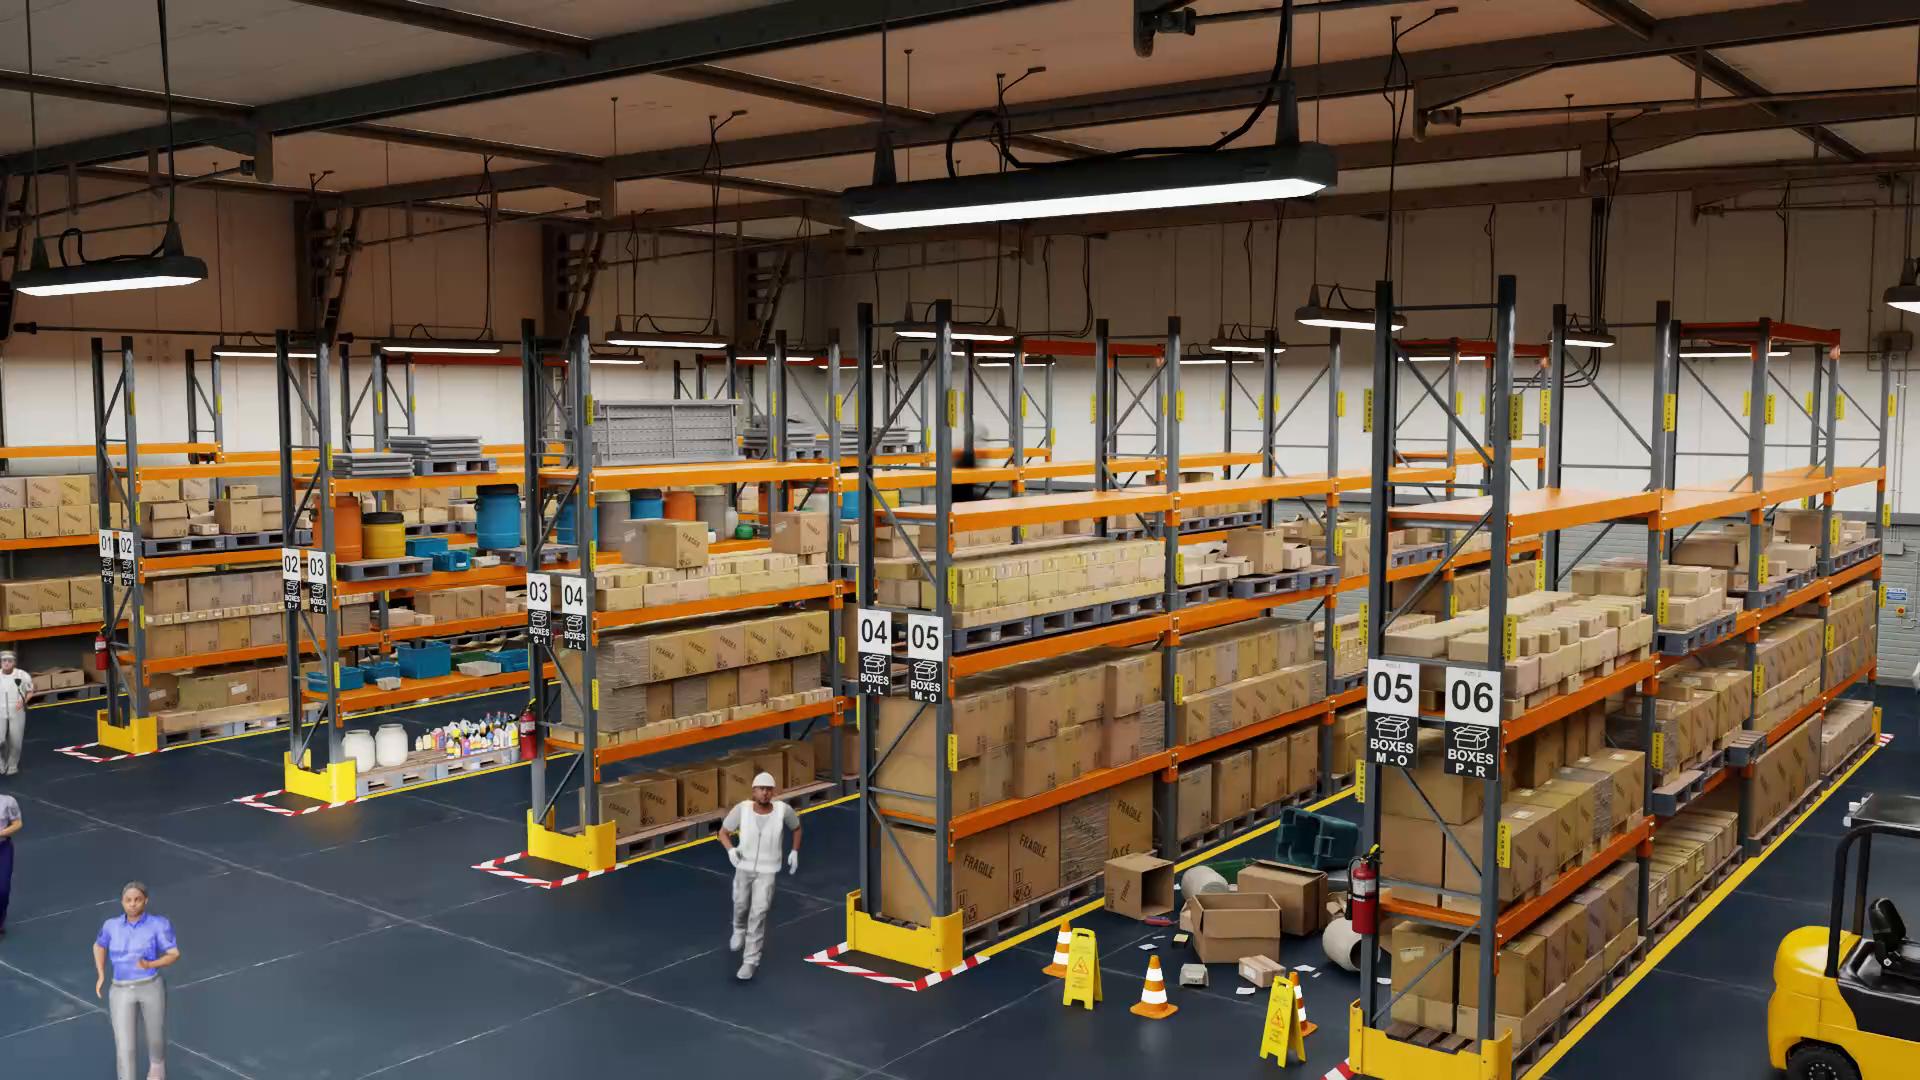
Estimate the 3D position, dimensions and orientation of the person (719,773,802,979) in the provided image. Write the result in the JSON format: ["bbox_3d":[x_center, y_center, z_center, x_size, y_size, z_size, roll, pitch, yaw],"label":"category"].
[{"bbox_3d":[-1.790,2.966,15.015,0.756,1.752,0.997,-1,5,-9],"label":"person"}]

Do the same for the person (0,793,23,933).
[{"bbox_3d":[-9.150,2.988,15.670,0.578,1.641,0.660,-3,6,-34],"label":"person"}]

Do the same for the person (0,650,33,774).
[{"bbox_3d":[-12.903,2.338,22.554,0.603,1.722,0.694,-3,6,-28],"label":"person"}]

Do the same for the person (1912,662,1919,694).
[{"bbox_3d":[14.023,2.246,23.938,0.612,1.683,0.885,2,5,24],"label":"person"}]

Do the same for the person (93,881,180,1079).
[{"bbox_3d":[-5.930,3.276,11.992,0.574,1.644,0.941,-2,5,-23],"label":"person"}]
